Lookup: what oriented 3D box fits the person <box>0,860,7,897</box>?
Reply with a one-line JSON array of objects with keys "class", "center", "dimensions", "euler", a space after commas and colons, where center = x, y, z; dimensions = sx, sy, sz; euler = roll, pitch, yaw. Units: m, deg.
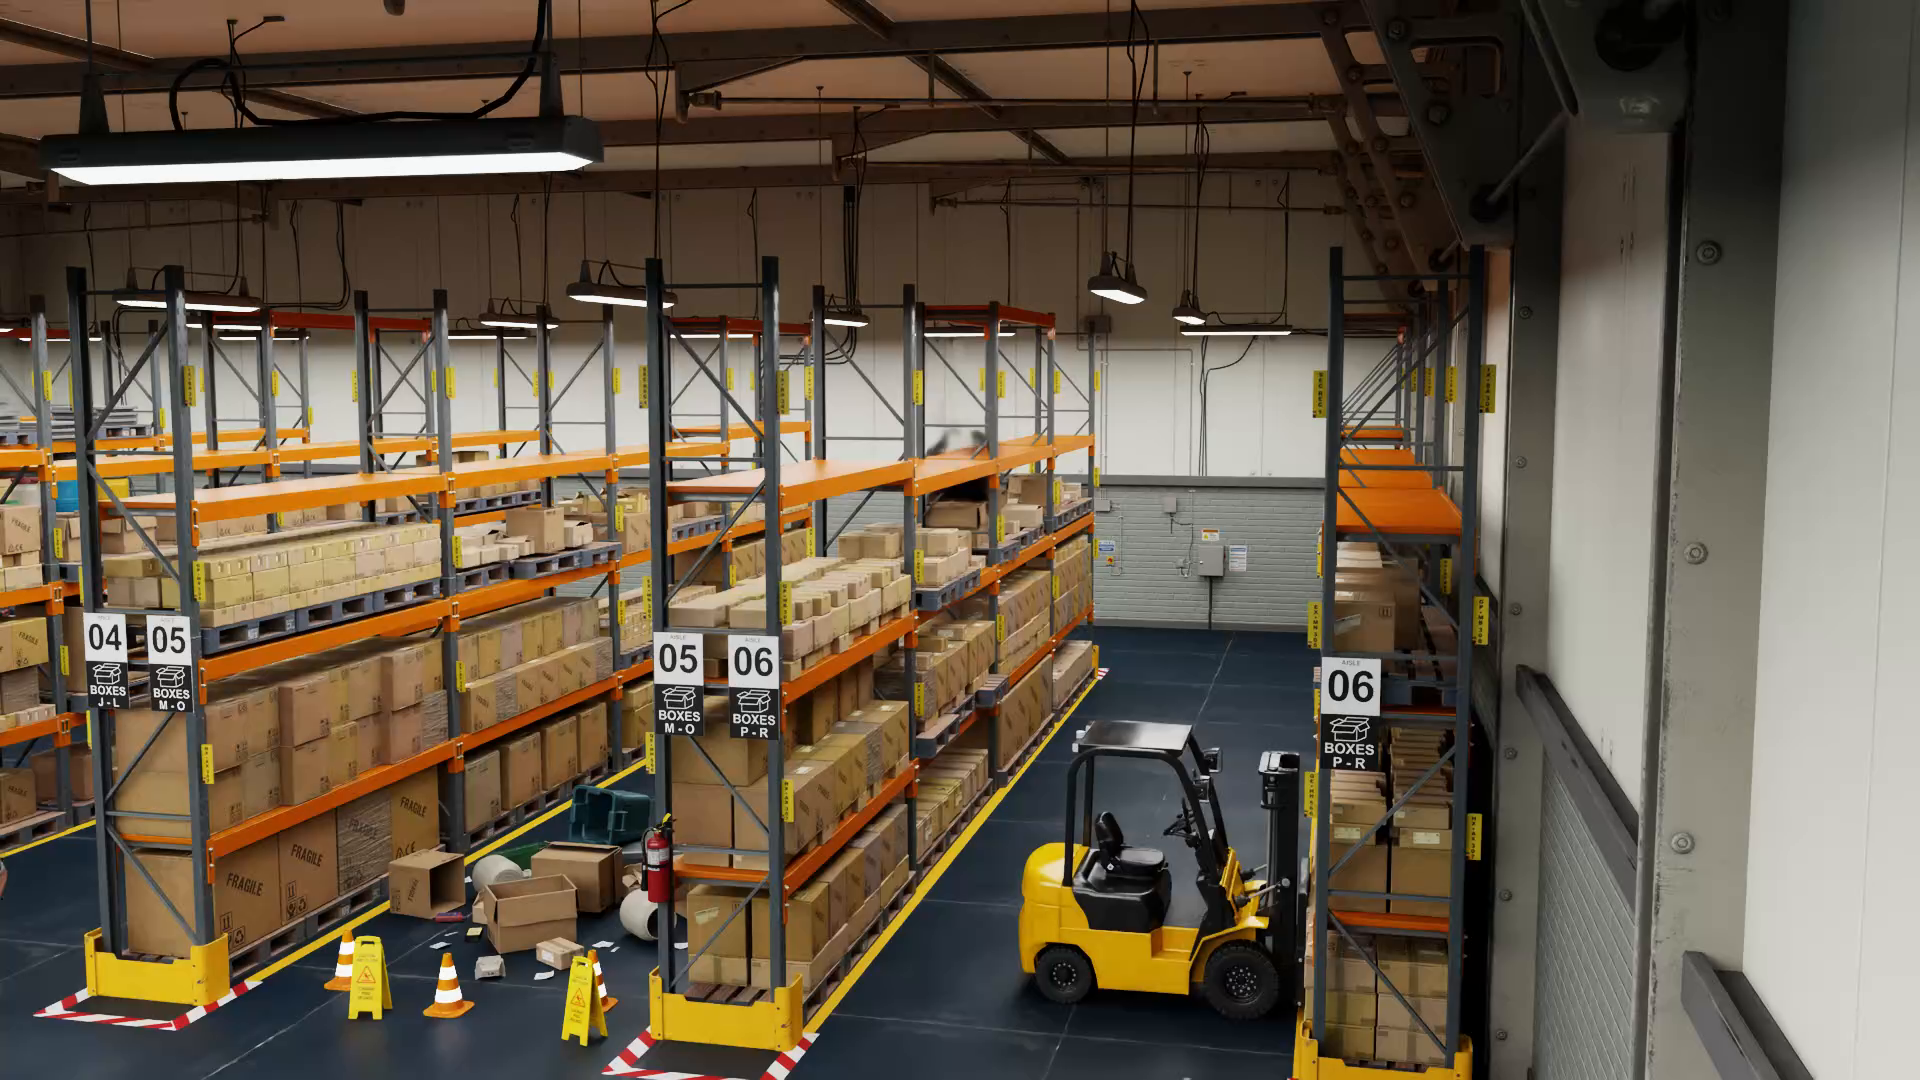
[{"class": "person", "center": [-7.670, 3.000, 12.744], "dimensions": [0.678, 1.814, 0.869], "euler": [-3, 7, -30]}]
